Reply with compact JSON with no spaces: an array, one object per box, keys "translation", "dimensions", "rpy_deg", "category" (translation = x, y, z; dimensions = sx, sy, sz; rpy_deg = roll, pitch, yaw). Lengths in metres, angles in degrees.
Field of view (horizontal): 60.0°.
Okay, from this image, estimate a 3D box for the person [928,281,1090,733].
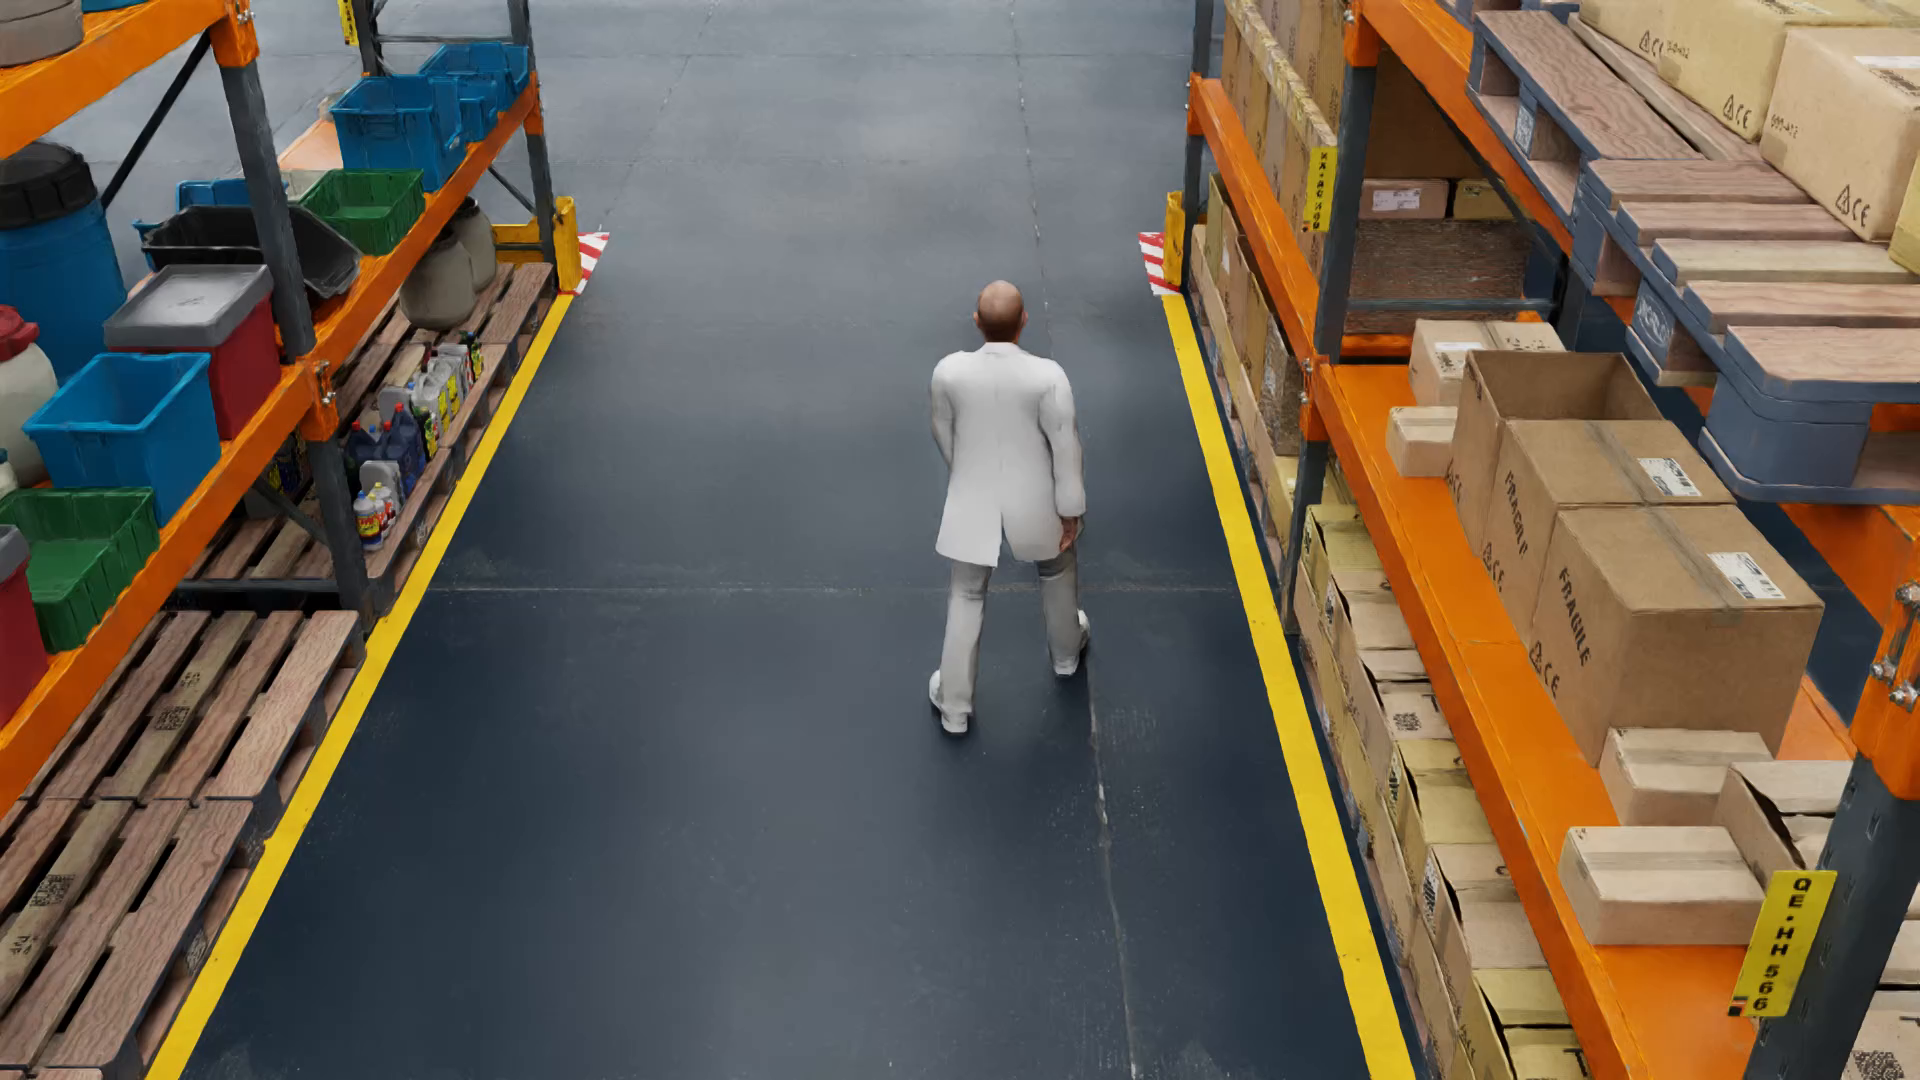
[{"translation":[0.194,-0.130,6.469],"dimensions":[0.623,1.659,0.866],"rpy_deg":[5,31,8],"category":"person"}]
